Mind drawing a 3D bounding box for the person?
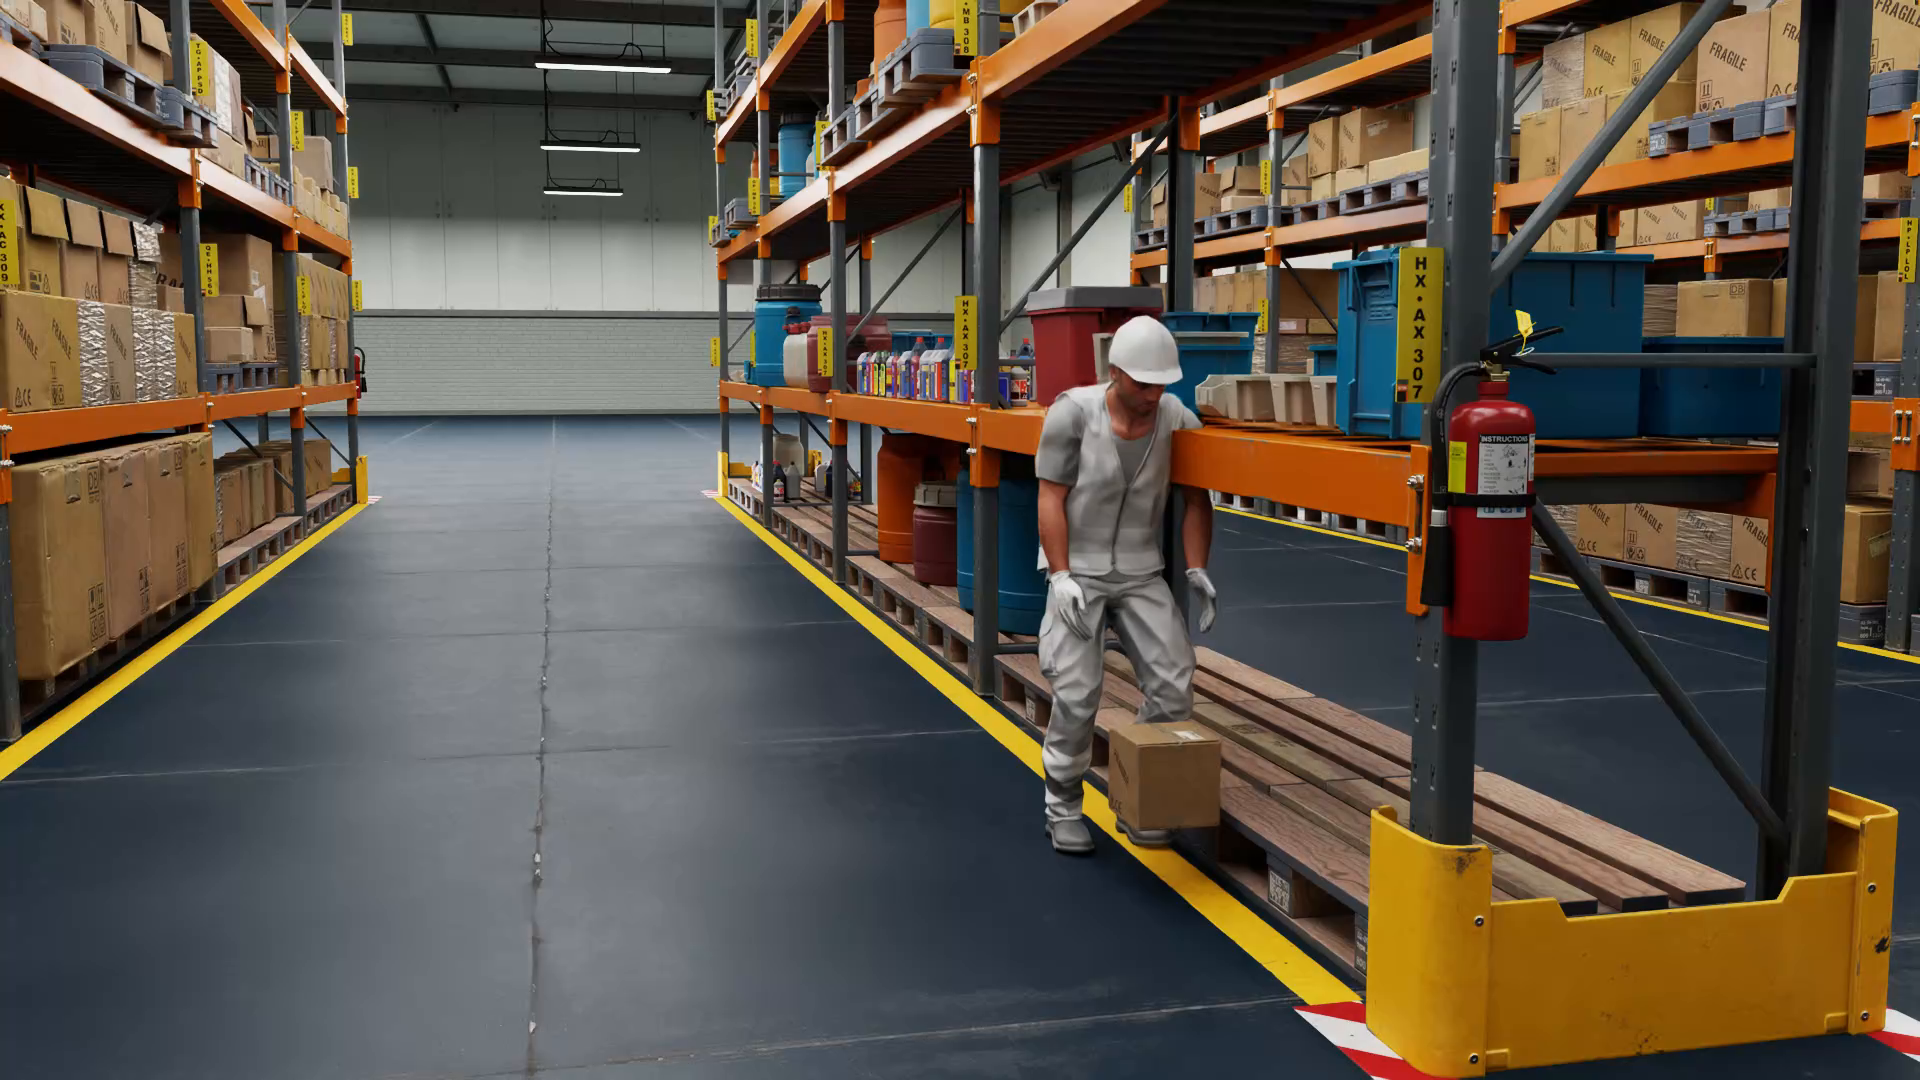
[{"bbox_3d":[0.510,0.138,5.158,0.564,1.647,0.580,-1,6,-13],"label":"person"}]
